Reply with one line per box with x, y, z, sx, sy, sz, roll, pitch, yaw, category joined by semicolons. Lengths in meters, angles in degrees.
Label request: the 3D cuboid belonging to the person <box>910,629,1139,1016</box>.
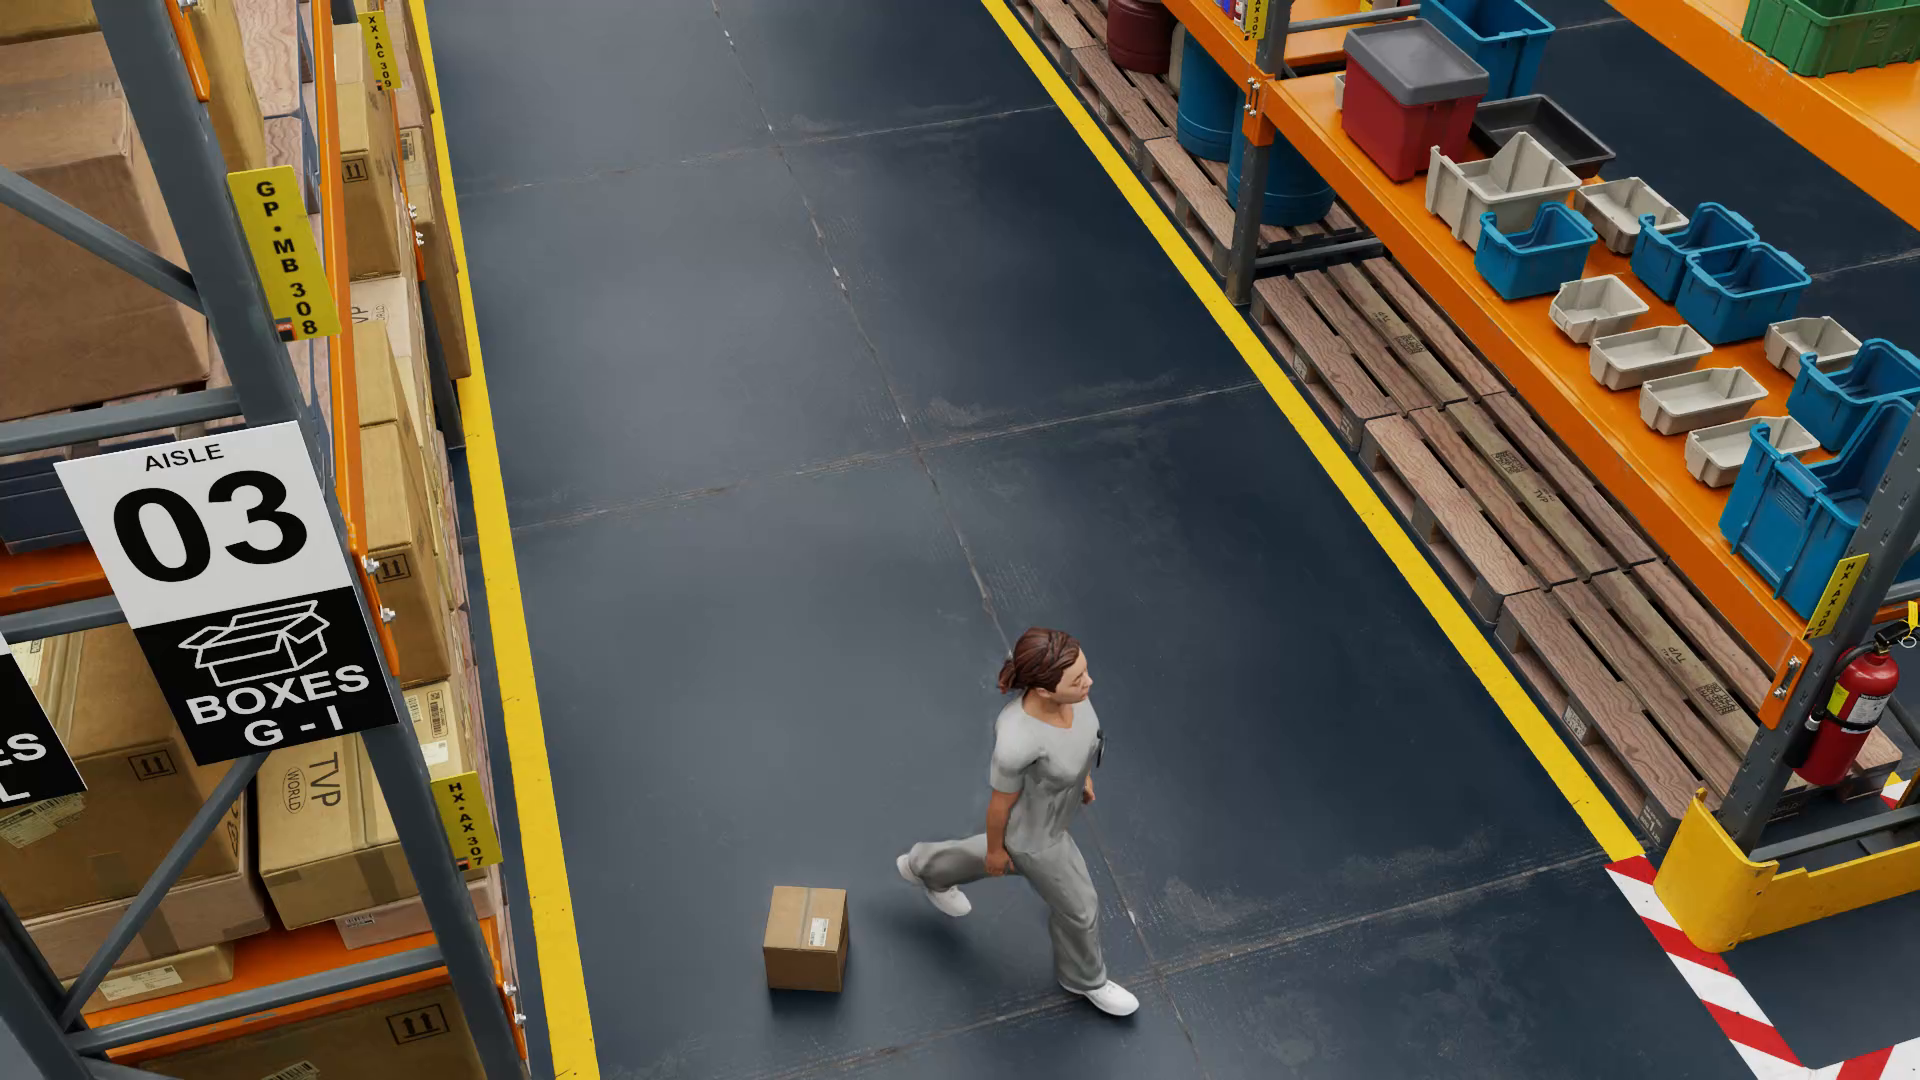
0.221;0.834;5.244;0.895;1.637;0.456;17;45;18;person
